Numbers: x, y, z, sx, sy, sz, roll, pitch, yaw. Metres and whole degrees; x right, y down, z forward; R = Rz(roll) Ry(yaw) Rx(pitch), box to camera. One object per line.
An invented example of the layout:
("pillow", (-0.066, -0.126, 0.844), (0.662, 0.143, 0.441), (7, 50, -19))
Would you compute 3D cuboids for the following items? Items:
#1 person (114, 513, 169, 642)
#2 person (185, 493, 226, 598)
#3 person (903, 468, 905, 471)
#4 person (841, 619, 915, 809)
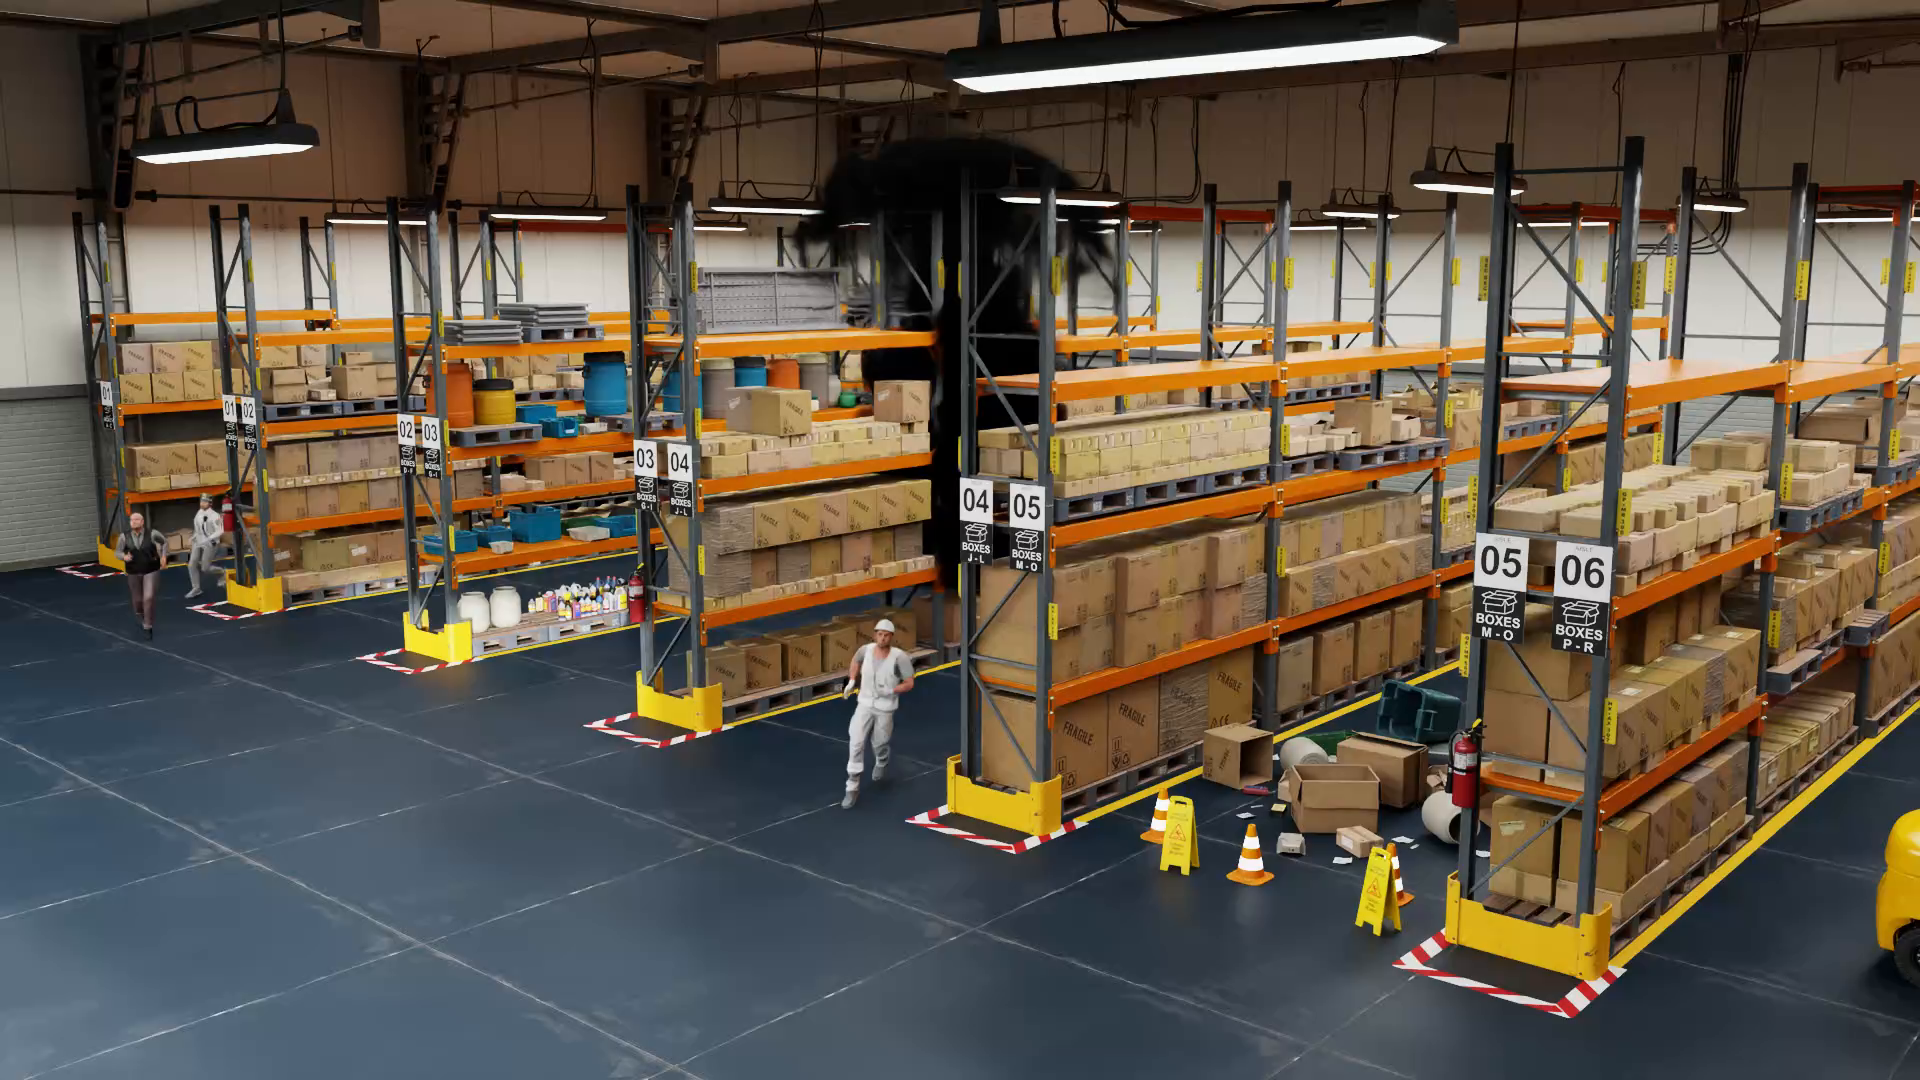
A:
("person", (-11.397, 0.483, 23.211), (0.667, 1.741, 0.966), (-3, 10, -16))
("person", (-11.739, 0.066, 25.999), (0.657, 1.660, 0.717), (5, 11, 29))
("person", (-0.944, -1.067, 32.748), (0.578, 1.619, 0.567), (6, 11, 33))
("person", (-0.781, 1.640, 16.170), (0.716, 1.787, 0.939), (2, 10, 14))
